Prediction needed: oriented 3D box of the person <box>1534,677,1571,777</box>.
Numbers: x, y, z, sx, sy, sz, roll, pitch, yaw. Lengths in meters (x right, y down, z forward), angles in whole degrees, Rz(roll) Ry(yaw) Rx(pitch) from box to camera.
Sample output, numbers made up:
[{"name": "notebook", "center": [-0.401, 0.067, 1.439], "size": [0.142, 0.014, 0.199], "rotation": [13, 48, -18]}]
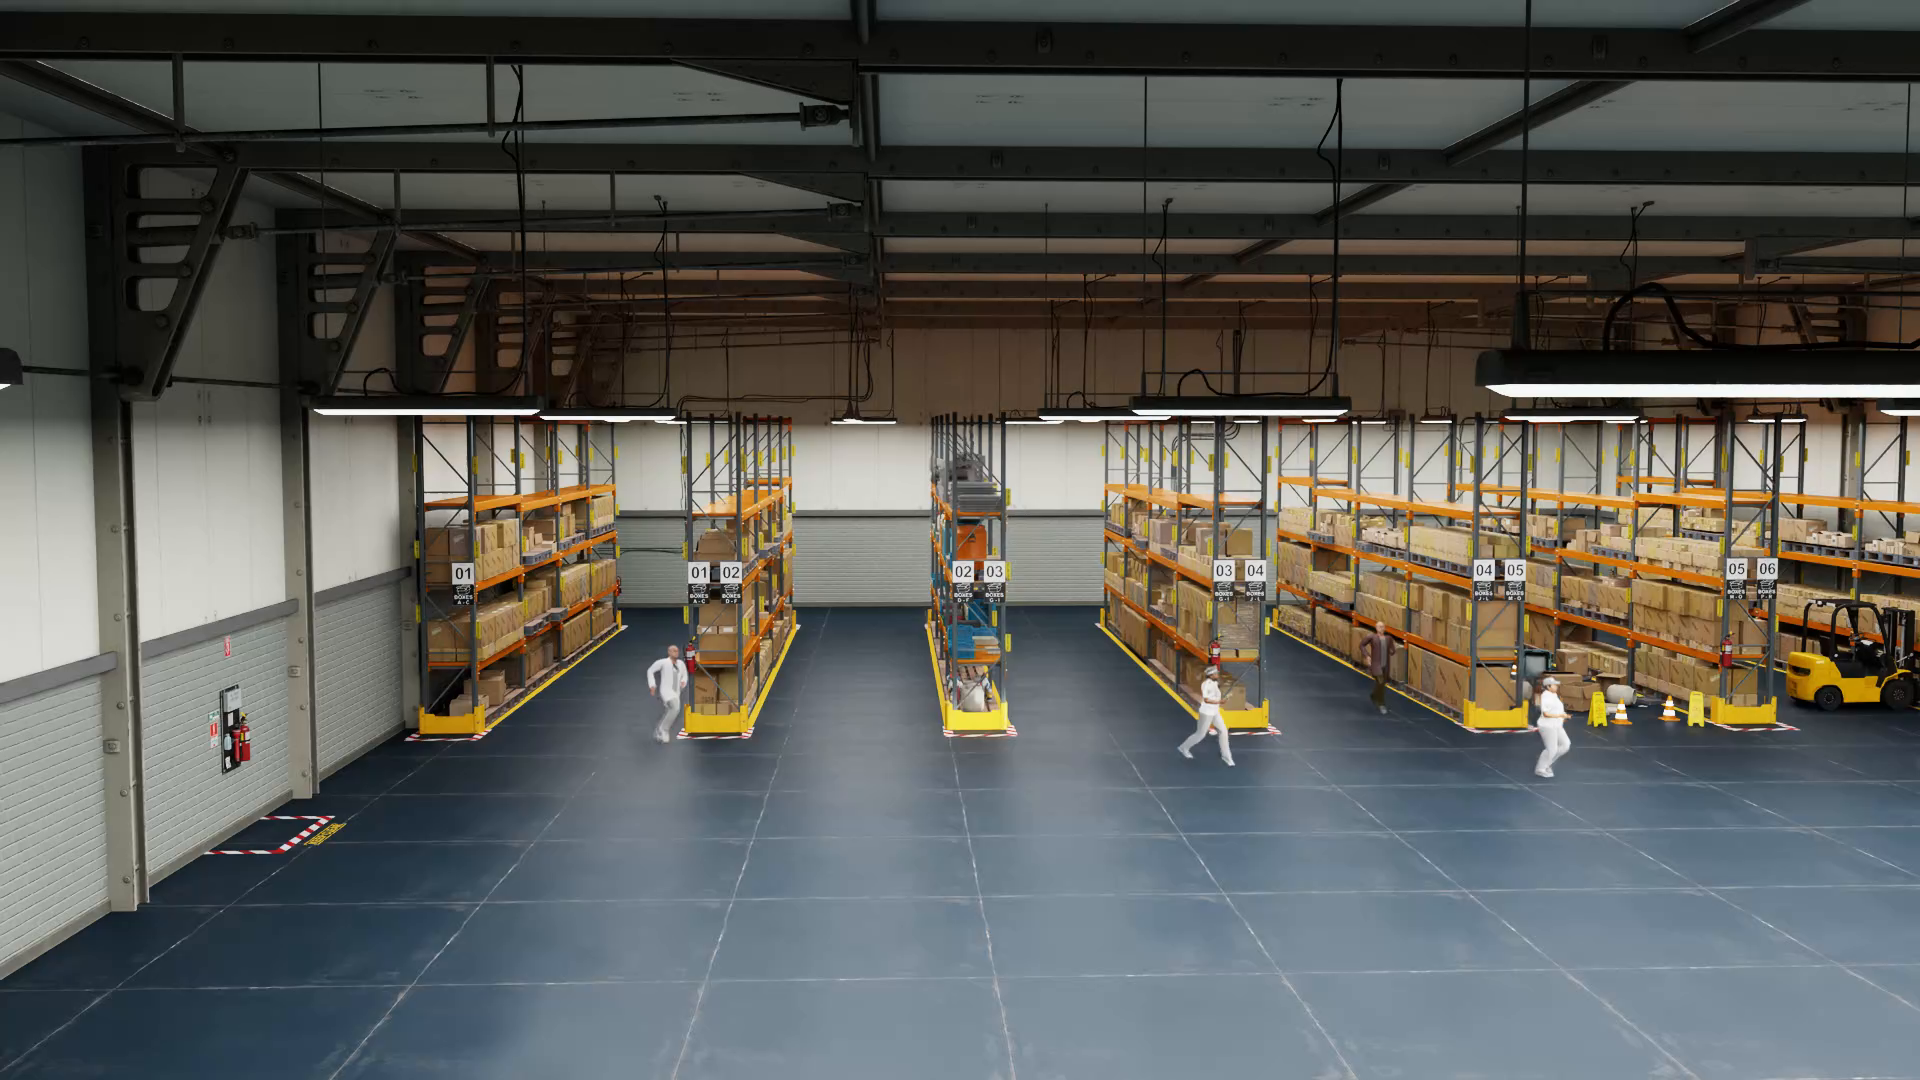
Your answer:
[{"name": "person", "center": [9.695, 3.055, 27.123], "size": [0.576, 1.638, 0.591], "rotation": [3, 5, 33]}]

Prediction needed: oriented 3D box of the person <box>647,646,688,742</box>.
[{"name": "person", "center": [-5.237, 2.786, 30.246], "size": [0.682, 1.713, 0.695], "rotation": [4, 5, 43]}]

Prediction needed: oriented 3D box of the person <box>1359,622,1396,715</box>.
[{"name": "person", "center": [8.444, 2.549, 33.489], "size": [0.694, 1.823, 0.876], "rotation": [-1, 4, -17]}]

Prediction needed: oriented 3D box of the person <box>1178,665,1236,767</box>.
[{"name": "person", "center": [4.174, 2.976, 28.161], "size": [0.996, 1.739, 0.543], "rotation": [2, 4, 30]}]
